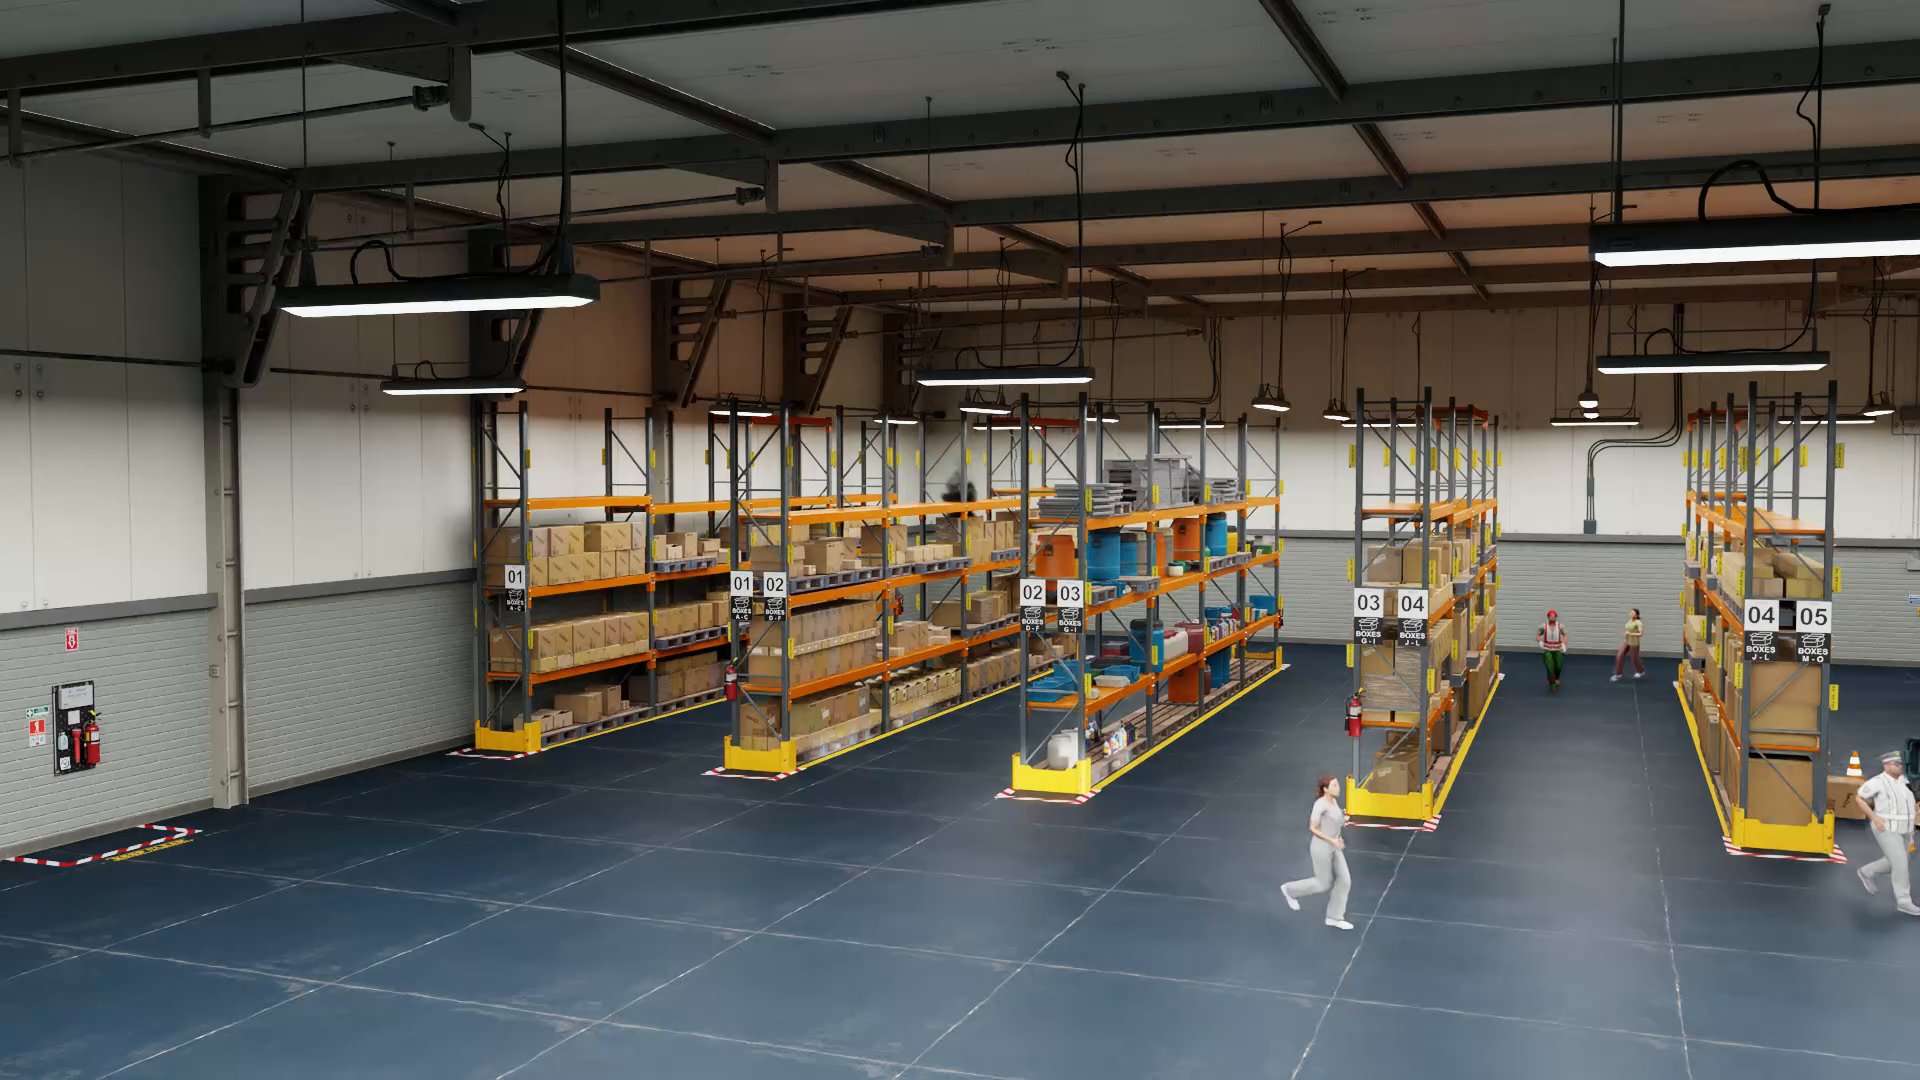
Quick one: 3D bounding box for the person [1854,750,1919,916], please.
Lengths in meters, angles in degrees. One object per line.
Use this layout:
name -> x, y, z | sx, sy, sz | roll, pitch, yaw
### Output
person -> 10.368, 3.208, 18.497 | 0.672, 1.750, 0.932 | -1, 3, -24

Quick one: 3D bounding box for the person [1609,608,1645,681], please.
person -> 15.152, 2.362, 37.376 | 0.832, 1.689, 0.644 | -1, 3, -18

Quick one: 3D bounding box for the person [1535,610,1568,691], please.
person -> 12.789, 2.380, 35.969 | 0.665, 1.748, 0.599 | 1, 3, 17

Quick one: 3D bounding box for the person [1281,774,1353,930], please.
person -> 3.862, 3.316, 17.868 | 0.801, 1.637, 0.554 | 2, 4, 39
